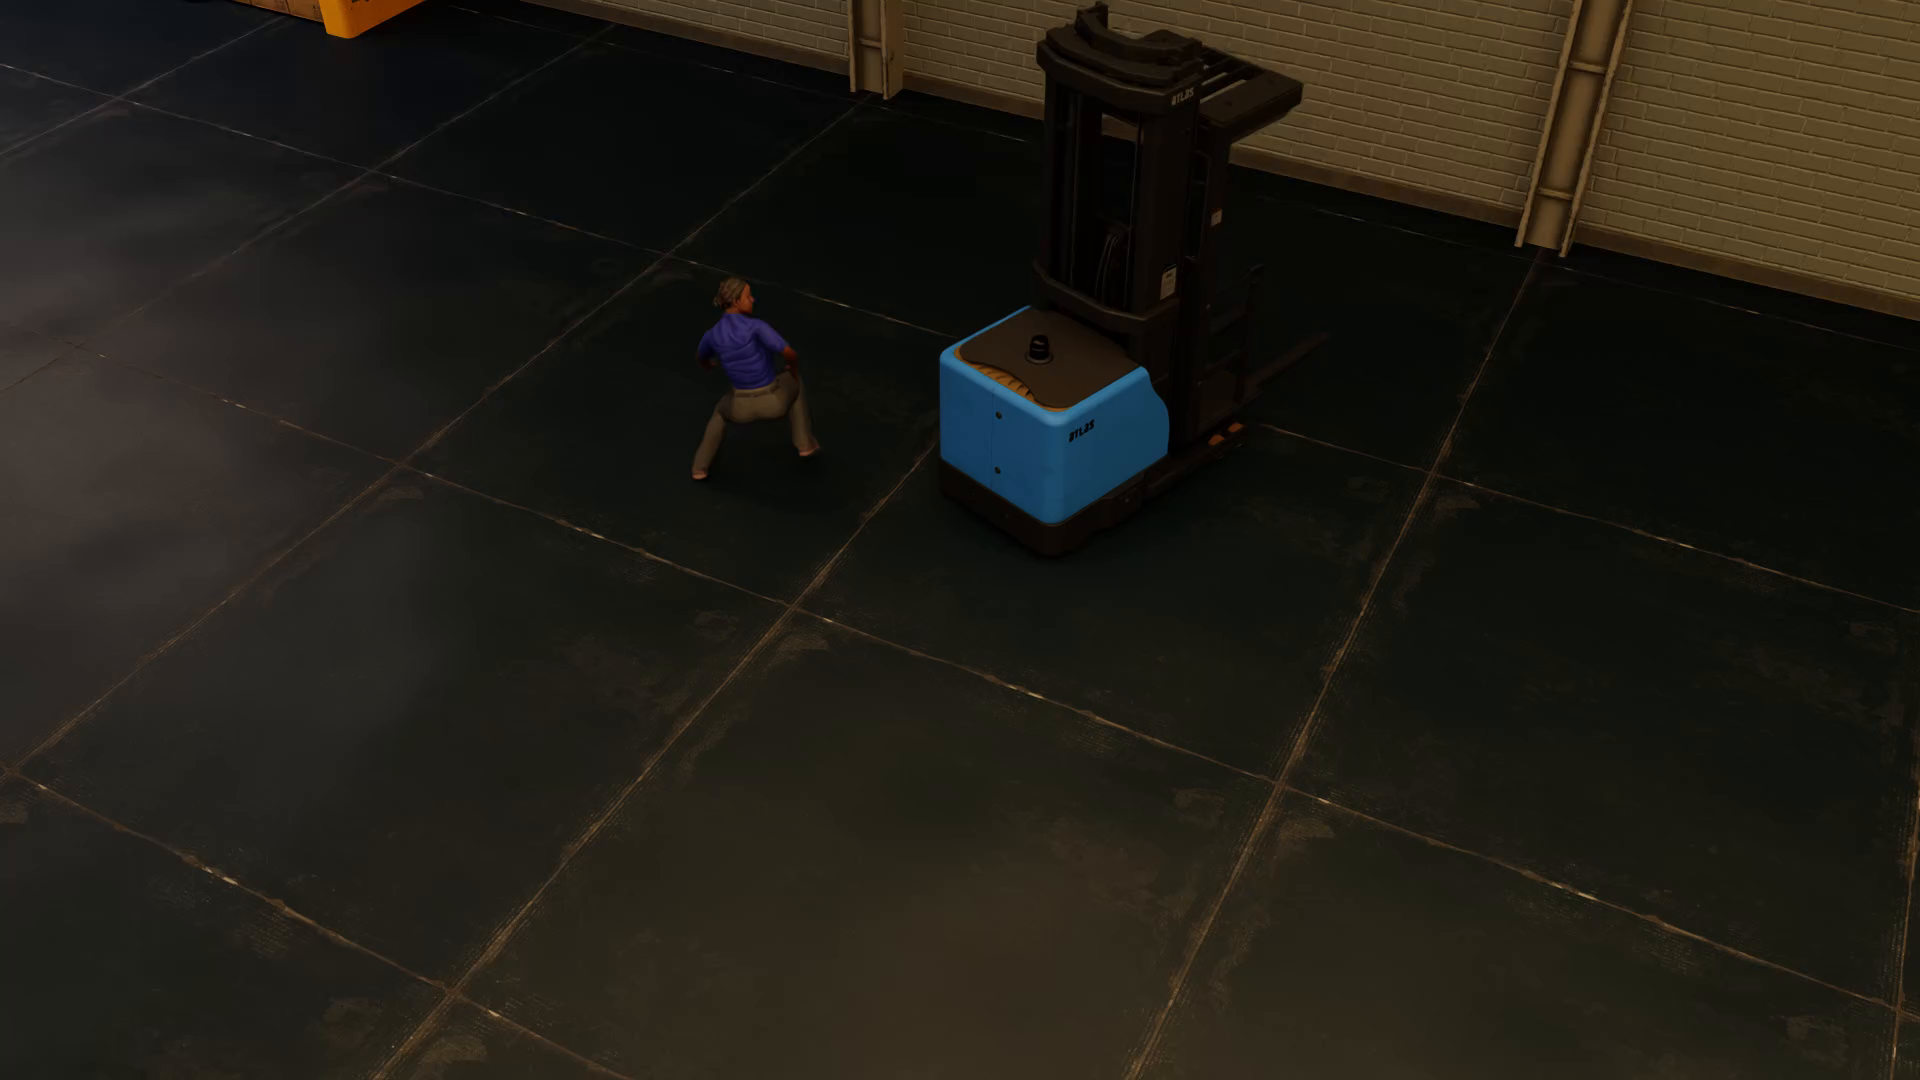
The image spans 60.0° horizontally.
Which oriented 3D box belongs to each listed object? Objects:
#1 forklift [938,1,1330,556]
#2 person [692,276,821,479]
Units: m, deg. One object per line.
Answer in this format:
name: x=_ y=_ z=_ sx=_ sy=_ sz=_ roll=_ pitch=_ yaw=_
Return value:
forklift: x=1.270 y=-1.860 z=10.195 sx=3.031 sy=2.935 sz=1.130 roll=-32 pitch=50 yaw=-32
person: x=-1.332 y=-0.987 z=10.391 sx=0.844 sy=1.446 sz=0.652 roll=3 pitch=40 yaw=4
